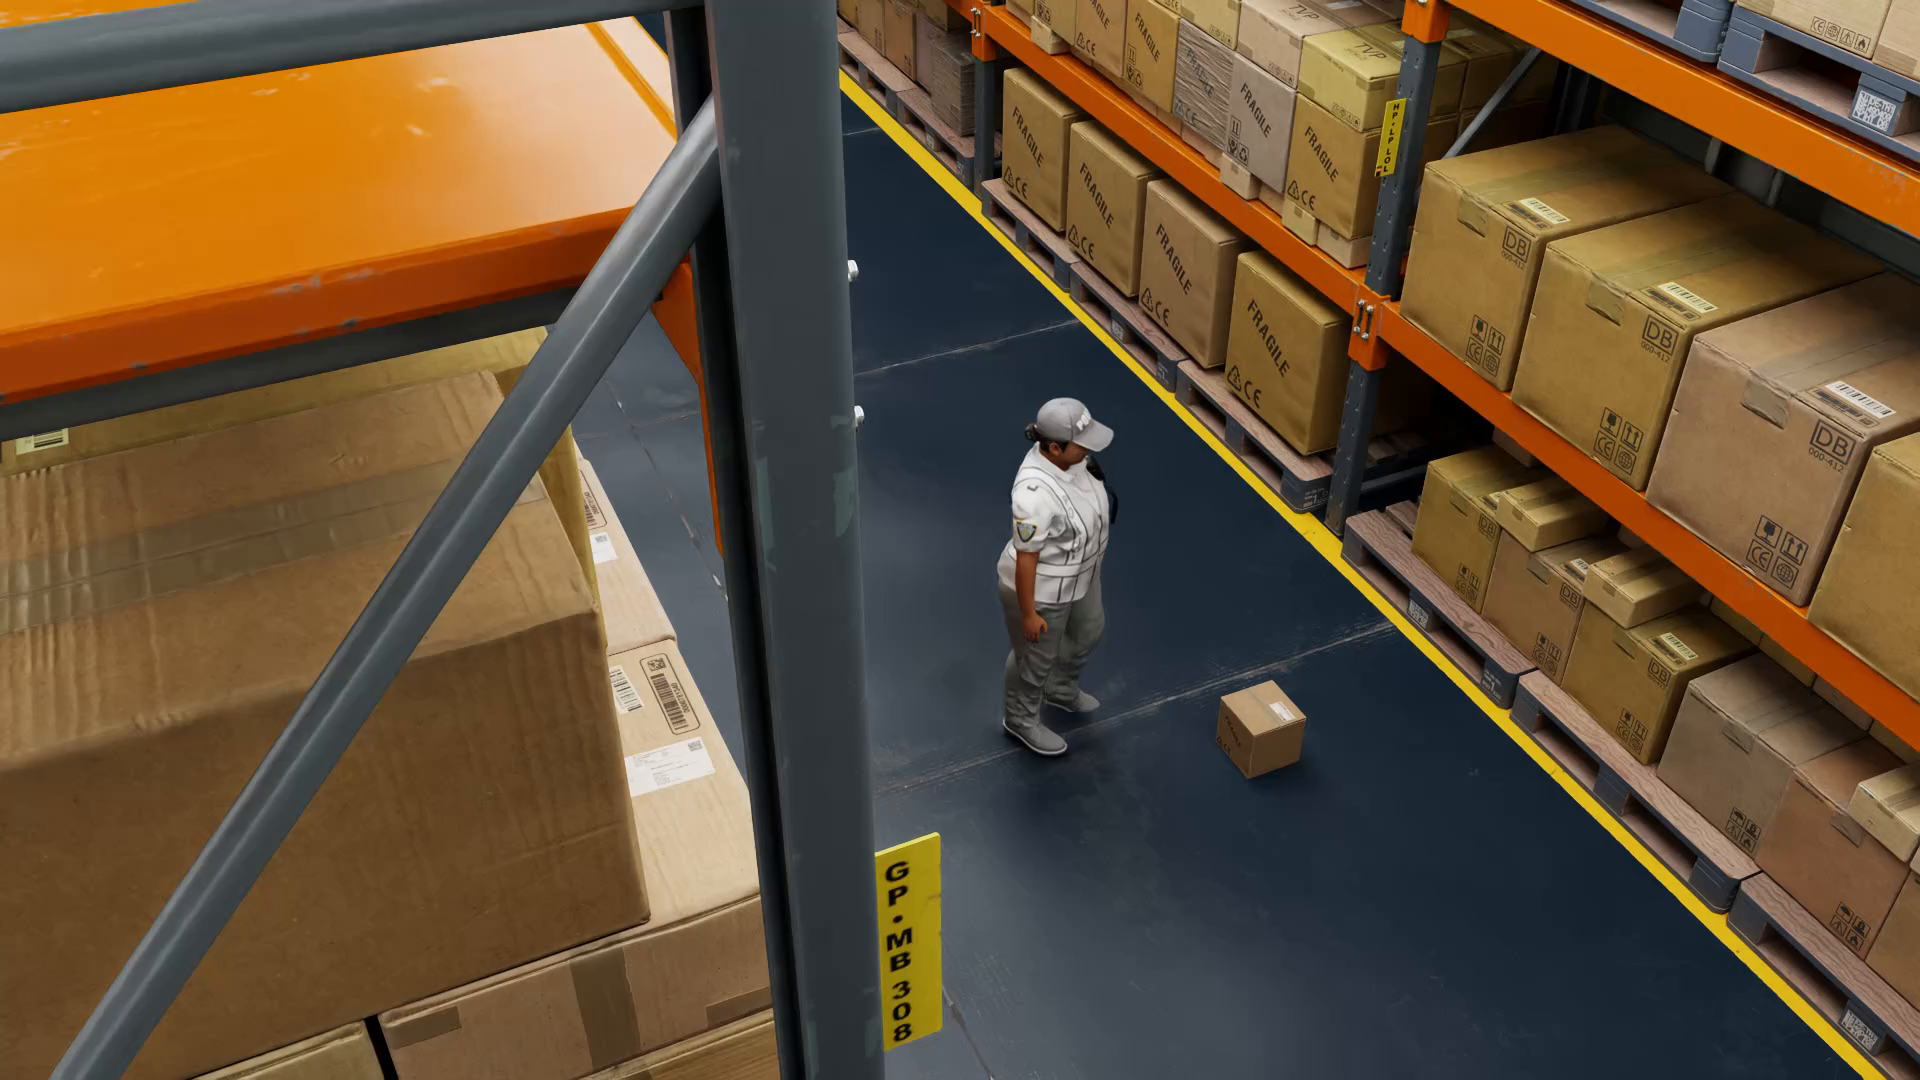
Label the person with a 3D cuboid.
[{"bbox_3d":[0.376,0.157,6.469,0.400,1.720,0.569,17,41,21],"label":"person"}]
